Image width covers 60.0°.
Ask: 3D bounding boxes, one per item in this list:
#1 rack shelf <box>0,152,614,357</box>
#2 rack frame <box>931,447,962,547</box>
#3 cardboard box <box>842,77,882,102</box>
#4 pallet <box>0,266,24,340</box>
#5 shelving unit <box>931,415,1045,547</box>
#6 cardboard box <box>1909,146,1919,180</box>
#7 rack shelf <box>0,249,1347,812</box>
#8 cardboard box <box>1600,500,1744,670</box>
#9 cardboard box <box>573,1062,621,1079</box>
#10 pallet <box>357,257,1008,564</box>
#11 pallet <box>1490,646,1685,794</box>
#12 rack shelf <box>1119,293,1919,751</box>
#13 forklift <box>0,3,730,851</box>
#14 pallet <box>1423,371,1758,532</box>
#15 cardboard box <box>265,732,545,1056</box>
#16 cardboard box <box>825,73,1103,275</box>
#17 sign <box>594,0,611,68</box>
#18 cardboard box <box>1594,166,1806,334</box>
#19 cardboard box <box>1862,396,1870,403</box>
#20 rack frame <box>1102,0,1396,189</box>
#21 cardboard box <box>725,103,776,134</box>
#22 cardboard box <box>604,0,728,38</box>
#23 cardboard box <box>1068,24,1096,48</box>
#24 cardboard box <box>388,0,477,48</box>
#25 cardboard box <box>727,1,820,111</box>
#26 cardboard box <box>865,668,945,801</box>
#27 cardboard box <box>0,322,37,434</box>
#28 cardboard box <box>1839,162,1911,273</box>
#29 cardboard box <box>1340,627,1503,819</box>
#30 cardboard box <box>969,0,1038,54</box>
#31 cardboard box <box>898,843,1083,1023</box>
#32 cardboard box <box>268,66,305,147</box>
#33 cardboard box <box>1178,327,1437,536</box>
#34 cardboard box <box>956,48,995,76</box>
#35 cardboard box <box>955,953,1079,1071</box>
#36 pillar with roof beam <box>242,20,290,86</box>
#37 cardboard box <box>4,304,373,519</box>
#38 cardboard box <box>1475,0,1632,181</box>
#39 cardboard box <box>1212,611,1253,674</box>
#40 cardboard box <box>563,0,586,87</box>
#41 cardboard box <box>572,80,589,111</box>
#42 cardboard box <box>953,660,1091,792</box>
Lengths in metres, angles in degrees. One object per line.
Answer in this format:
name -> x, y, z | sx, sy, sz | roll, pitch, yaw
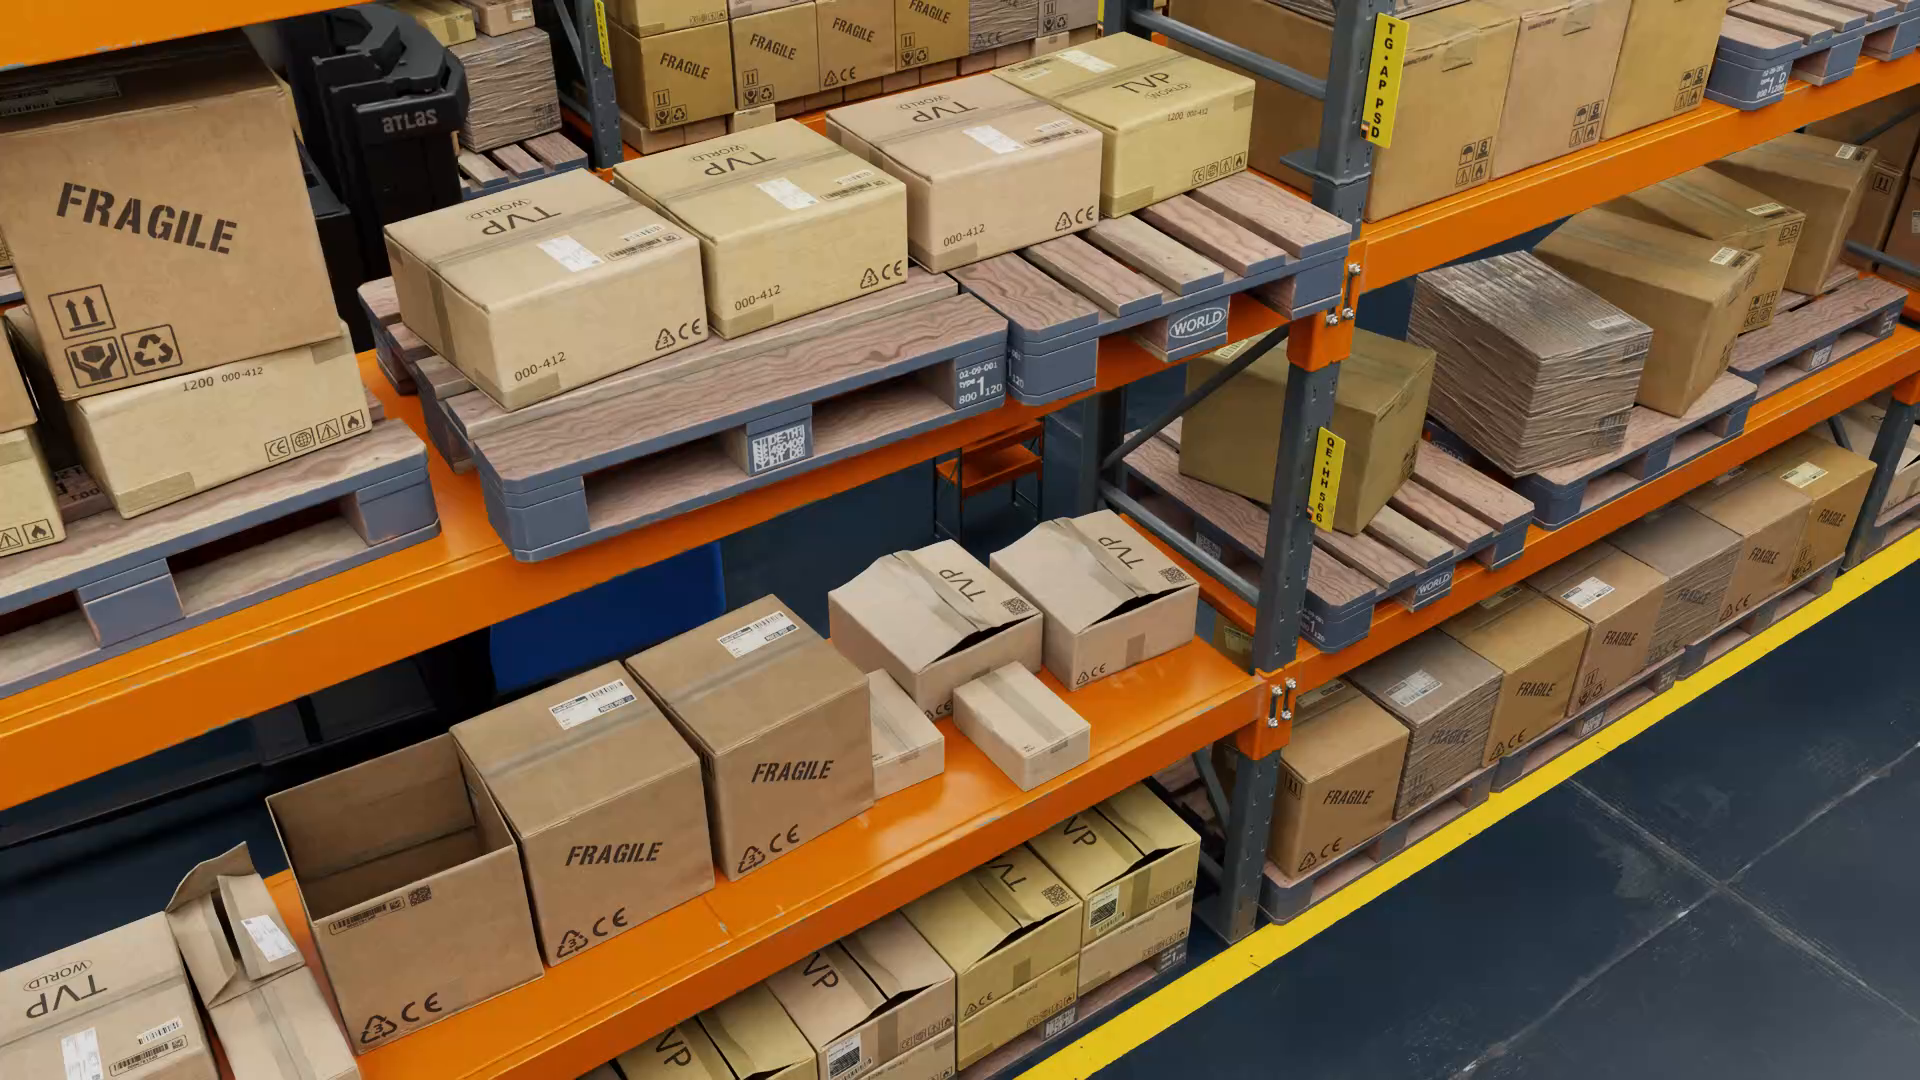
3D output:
rack shelf -> -3.730, -1.368, 8.199 | 4.000, 0.370, 1.077 | -22, 41, -28
rack frame -> -0.064, -0.461, 7.863 | 0.015, 1.200, 0.240 | -22, 41, -28
cardboard box -> -0.657, -2.685, 9.613 | 0.250, 0.149, 0.380 | -22, 41, -27
pallet -> -4.656, -1.097, 7.371 | 1.213, 0.211, 1.003 | -22, 41, -28
shelving unit -> 0.135, -0.543, 7.977 | 0.503, 1.200, 0.258 | -22, 41, -28
cardboard box -> 4.579, -1.786, 7.222 | 0.500, 0.500, 0.500 | -21, 41, -27
rack shelf -> -0.873, -0.223, 4.038 | 4.000, 0.370, 1.077 | -22, 41, -28
cardboard box -> 2.974, 0.154, 7.230 | 0.500, 0.500, 0.500 | -22, 41, -27
cardboard box -> -1.192, 1.733, 4.786 | 0.500, 0.311, 0.500 | -24, 42, -29
pallet -> -0.654, -0.462, 3.917 | 1.213, 0.211, 1.003 | -20, 40, -26
pallet -> 2.390, 0.521, 7.345 | 1.213, 0.211, 1.003 | -22, 41, -28
rack shelf -> 2.397, -0.350, 6.784 | 4.000, 0.370, 1.077 | -22, 41, -28
forklift -> -2.547, -0.436, 6.346 | 3.031, 2.935, 1.130 | -18, 40, -24
pallet -> 2.349, -0.548, 6.608 | 1.213, 0.211, 1.003 | -22, 41, -28
cardboard box -> -1.440, 0.907, 4.334 | 0.500, 0.500, 0.500 | -19, 40, -25
cardboard box -> 0.005, -0.933, 4.178 | 0.500, 0.250, 0.500 | -21, 41, -27
sign -> -1.774, -2.515, 8.254 | 0.005, 0.325, 0.100 | -22, 41, -28
cardboard box -> 2.990, -1.212, 6.921 | 0.500, 0.500, 0.700 | -16, 39, -21
cardboard box -> 4.334, -0.806, 8.566 | 0.500, 0.500, 0.500 | -22, 41, -28
rack frame -> 0.762, -2.405, 3.887 | 0.127, 3.000, 1.000 | -22, 41, -28
cardboard box -> -1.215, -2.369, 9.172 | 0.250, 0.149, 0.380 | -21, 41, -27
cardboard box -> -1.552, -2.846, 8.638 | 0.500, 0.250, 0.500 | -21, 41, -27
cardboard box -> 0.631, -3.174, 10.292 | 0.250, 0.149, 0.380 | -21, 41, -27
cardboard box -> -2.614, -2.570, 8.236 | 0.250, 0.149, 0.380 | -30, 45, -35
cardboard box -> -1.117, -2.715, 9.099 | 0.500, 0.500, 0.500 | -21, 41, -26
cardboard box -> -0.248, 0.588, 5.079 | 0.250, 0.149, 0.380 | -19, 40, -25
cardboard box -> -1.981, -0.445, 2.857 | 0.500, 0.500, 0.500 | -22, 41, -27
cardboard box -> 4.292, -1.646, 7.885 | 0.500, 0.500, 0.500 | -22, 41, -27
cardboard box -> 1.723, 0.671, 6.512 | 0.500, 0.500, 0.500 | -24, 42, -29
cardboard box -> 0.116, -3.231, 9.816 | 0.500, 0.500, 0.500 | -22, 41, -28
cardboard box -> 0.055, 1.220, 5.500 | 0.500, 0.311, 0.500 | -23, 42, -29
cardboard box -> -3.479, -1.959, 7.943 | 0.500, 0.500, 0.700 | -22, 41, -28
cardboard box -> 1.212, -0.446, 5.856 | 0.700, 0.500, 0.500 | 23, 41, 28
cardboard box -> -0.002, -2.929, 9.952 | 0.250, 0.149, 0.380 | -24, 42, -29
cardboard box -> 0.053, 1.444, 5.668 | 0.500, 0.250, 0.500 | -23, 42, -28
pillar with roof beam -> -1.176, -2.689, 4.282 | 0.400, 9.000, 9.100 | -22, 41, -28
cardboard box -> -1.551, -0.340, 3.354 | 0.500, 0.250, 0.500 | -27, 44, -32
cardboard box -> 1.516, -1.563, 5.199 | 0.500, 0.500, 0.910 | -22, 41, -28
cardboard box -> 1.391, 0.440, 6.834 | 0.500, 0.500, 0.500 | -21, 41, -26
cardboard box -> -1.861, -2.787, 9.199 | 0.500, 0.500, 0.500 | -22, 41, -28
cardboard box -> -1.976, -2.471, 9.314 | 0.250, 0.149, 0.380 | -22, 41, -27
cardboard box -> 0.186, 0.567, 5.108 | 0.250, 0.149, 0.380 | -22, 41, -28
